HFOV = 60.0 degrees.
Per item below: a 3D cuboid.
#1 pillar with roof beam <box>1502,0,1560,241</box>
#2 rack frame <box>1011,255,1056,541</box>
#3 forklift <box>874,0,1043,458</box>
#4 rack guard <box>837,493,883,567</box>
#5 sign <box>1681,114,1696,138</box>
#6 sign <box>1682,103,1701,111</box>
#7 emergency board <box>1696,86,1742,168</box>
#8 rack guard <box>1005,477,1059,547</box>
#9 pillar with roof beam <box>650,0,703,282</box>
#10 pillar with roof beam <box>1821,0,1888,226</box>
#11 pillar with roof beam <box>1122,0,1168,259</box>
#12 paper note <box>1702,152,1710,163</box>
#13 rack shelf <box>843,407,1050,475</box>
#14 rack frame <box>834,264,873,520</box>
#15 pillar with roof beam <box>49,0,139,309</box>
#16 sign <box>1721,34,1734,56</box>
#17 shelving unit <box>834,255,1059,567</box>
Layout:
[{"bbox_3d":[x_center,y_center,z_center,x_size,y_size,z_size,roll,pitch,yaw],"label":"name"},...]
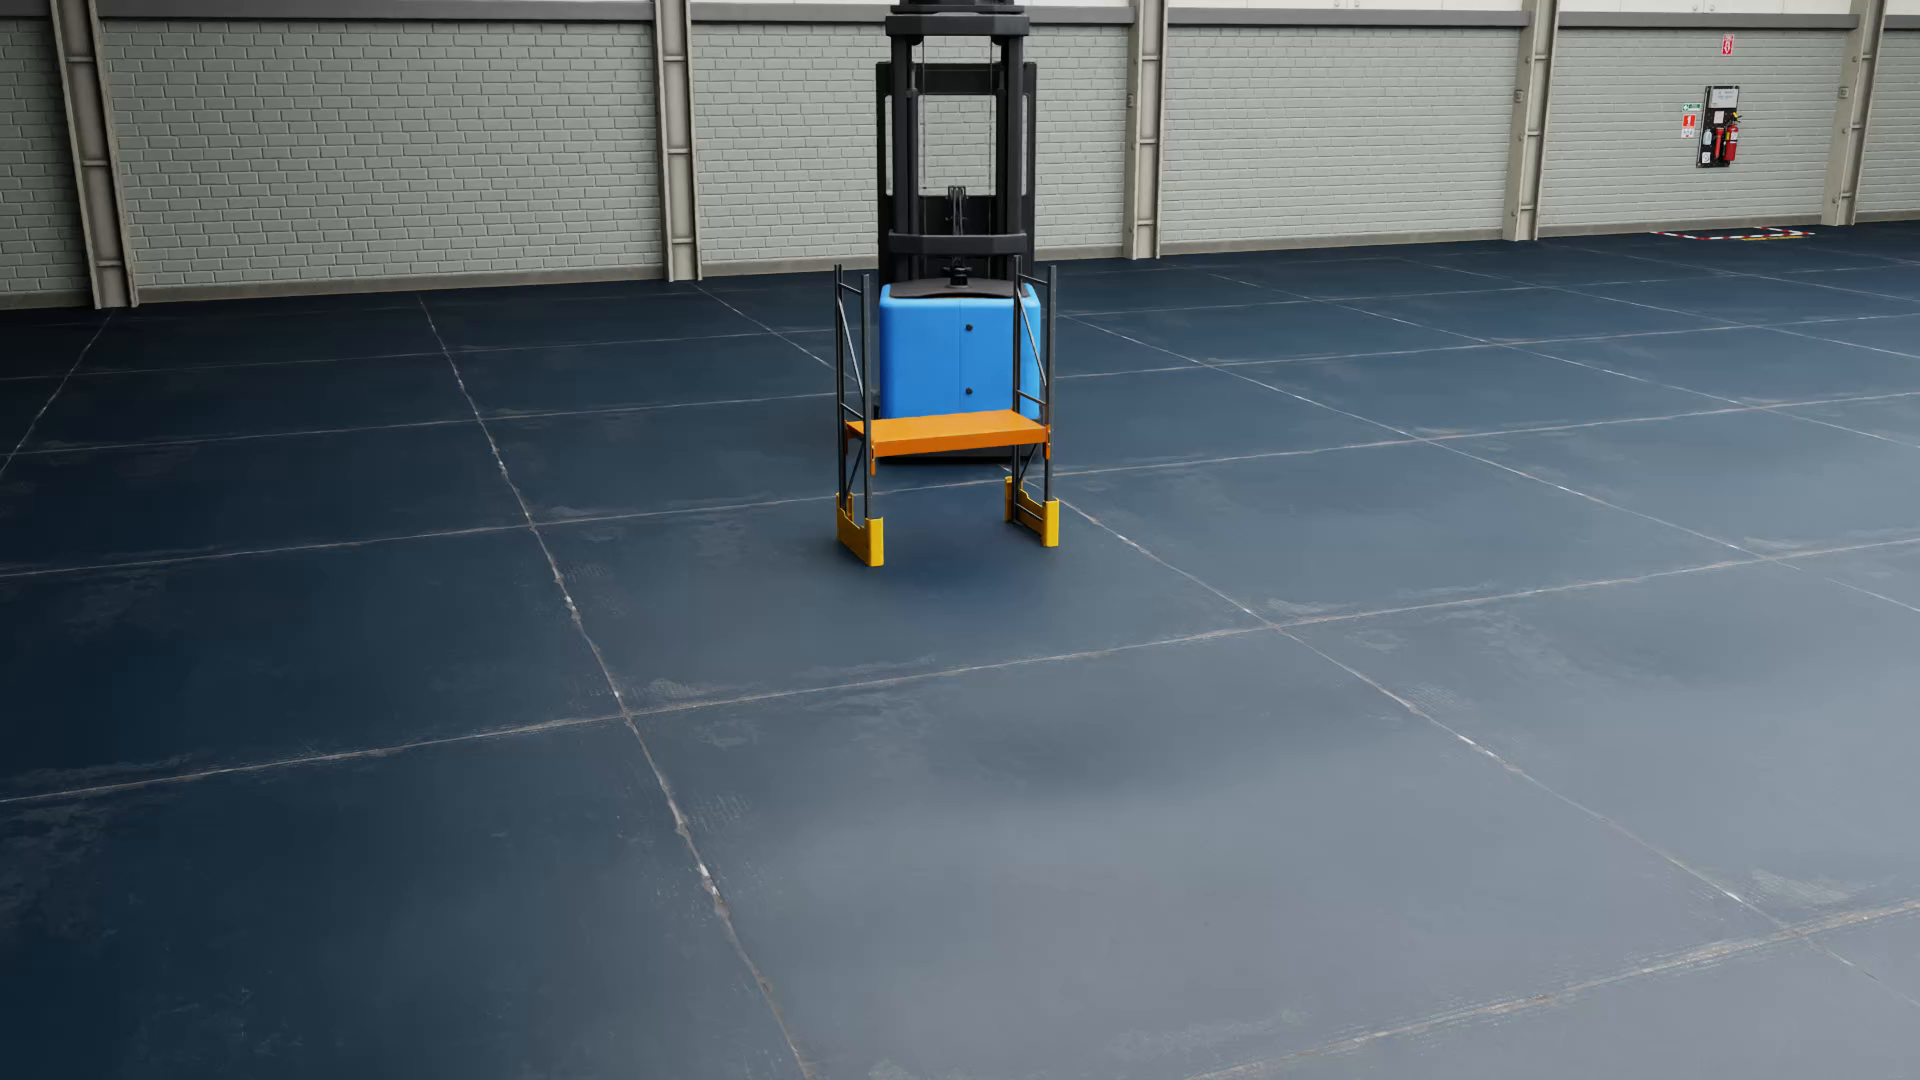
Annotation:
[{"bbox_3d":[9.492,-7.460,18.529,0.400,9.000,9.100,-6,17,-20],"label":"pillar with roof beam"},{"bbox_3d":[0.395,-0.762,9.032,0.032,1.500,0.500,-6,17,-20],"label":"rack frame"},{"bbox_3d":[-0.032,-2.295,11.713,1.130,2.935,3.031,0,16,-1],"label":"forklift"},{"bbox_3d":[-0.536,-0.062,8.866,0.087,0.250,0.587,-6,17,-20],"label":"rack guard"},{"bbox_3d":[10.680,-6.068,24.375,0.234,0.329,0.001,-6,17,-20],"label":"sign"},{"bbox_3d":[10.687,-6.320,24.294,0.331,0.109,0.001,-6,17,-20],"label":"sign"},{"bbox_3d":[11.233,-6.080,24.477,0.643,1.169,0.194,-6,17,-20],"label":"emergency board"},{"bbox_3d":[0.394,-0.162,9.208,0.087,0.250,0.587,-6,17,-20],"label":"rack guard"},{"bbox_3d":[-1.713,-6.250,14.409,0.400,9.000,9.100,-6,17,-20],"label":"pillar with roof beam"},{"bbox_3d":[15.095,-8.064,20.589,0.400,9.000,9.100,-6,17,-20],"label":"pillar with roof beam"},{"bbox_3d":[3.889,-6.855,16.469,0.400,9.000,9.100,-6,17,-20],"label":"pillar with roof beam"},{"bbox_3d":[11.043,-5.657,24.603,0.142,0.148,0.016,-6,17,-20],"label":"paper note"},{"bbox_3d":[-0.080,-0.538,8.908,1.000,0.185,0.538,-6,17,-20],"label":"rack shelf"},{"bbox_3d":[-0.554,-0.660,8.683,0.032,1.500,0.500,-6,17,-20],"label":"rack frame"},{"bbox_3d":[-7.316,-5.645,12.349,0.400,9.000,9.100,-6,17,-20],"label":"pillar with roof beam"},{"bbox_3d":[11.190,-7.217,24.237,0.199,0.298,0.001,-6,17,-20],"label":"sign"},{"bbox_3d":[-0.071,-0.712,8.861,1.083,1.500,0.587,-6,17,-20],"label":"shelving unit"}]
